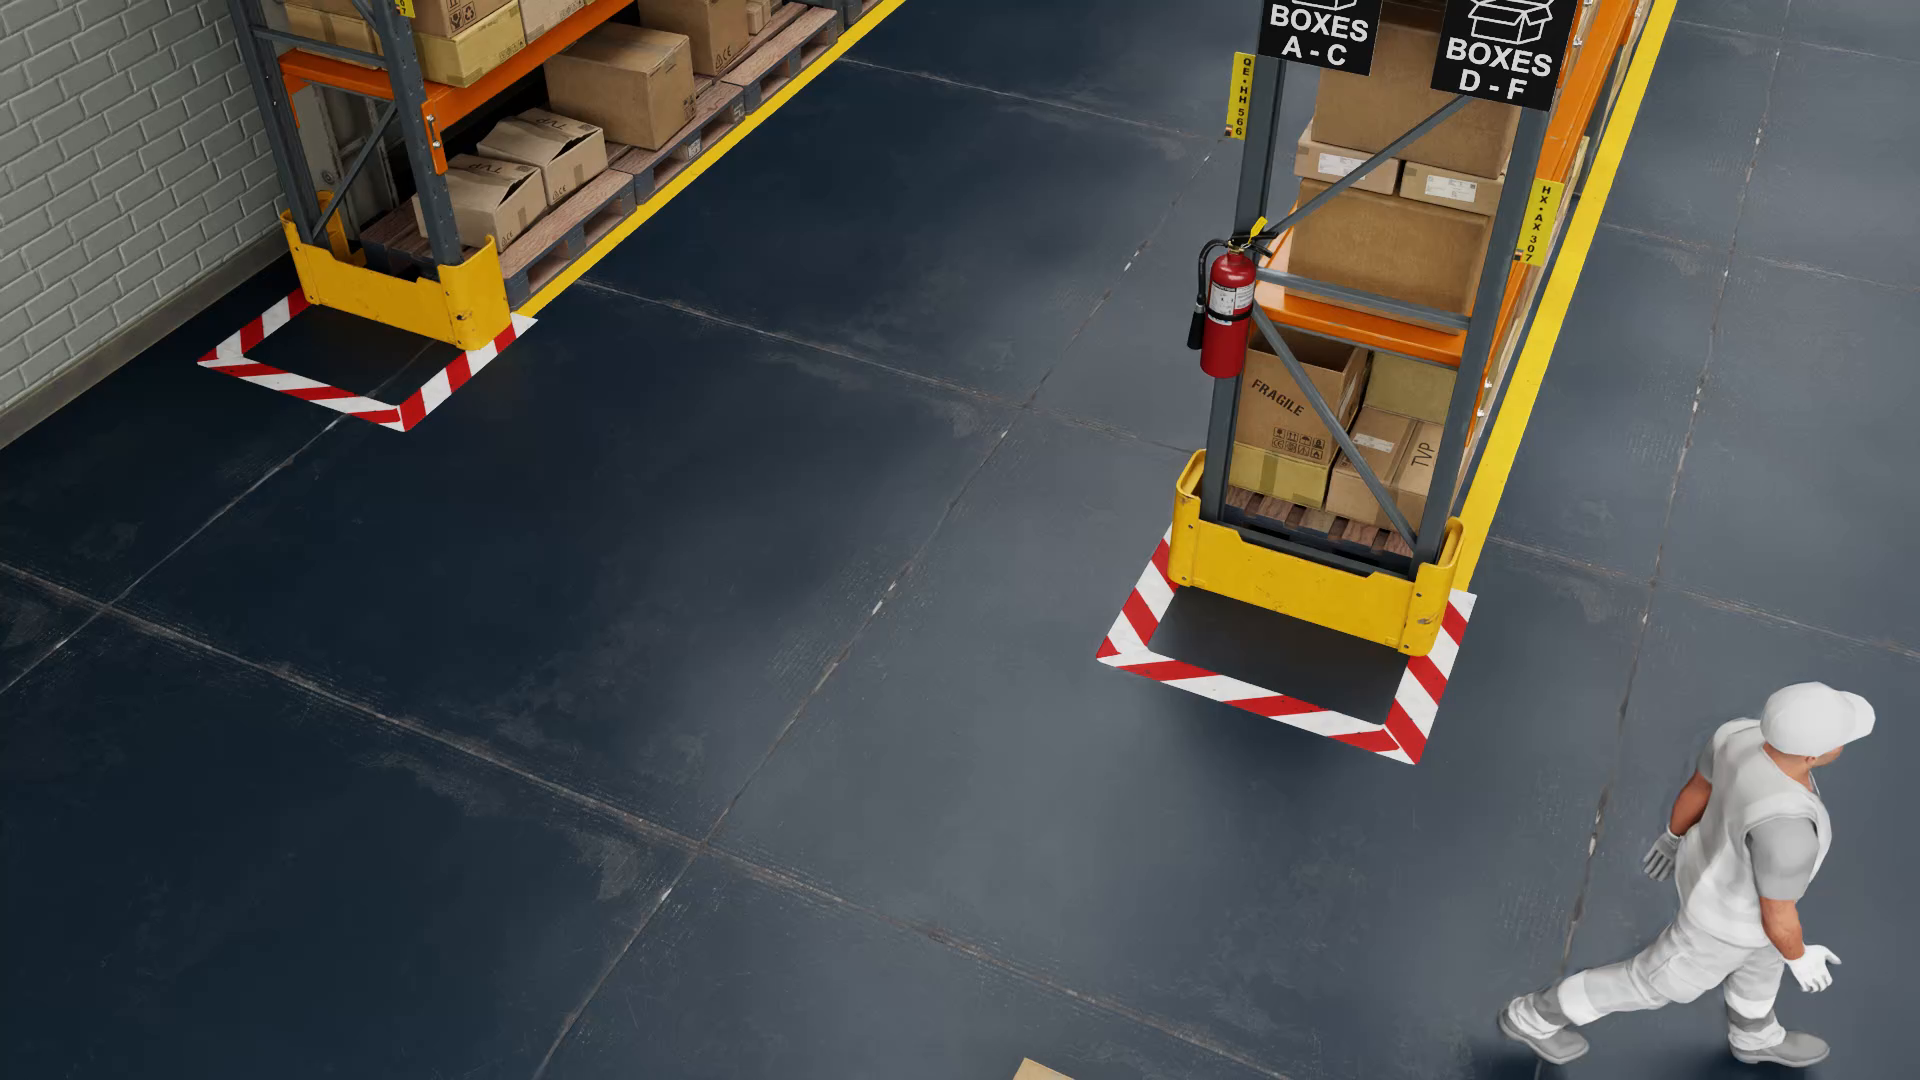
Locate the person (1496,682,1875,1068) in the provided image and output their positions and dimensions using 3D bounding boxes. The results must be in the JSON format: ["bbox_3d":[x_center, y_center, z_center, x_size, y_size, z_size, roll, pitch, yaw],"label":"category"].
[{"bbox_3d":[2.308,1.062,4.948,1.073,1.743,0.529,9,42,10],"label":"person"}]
